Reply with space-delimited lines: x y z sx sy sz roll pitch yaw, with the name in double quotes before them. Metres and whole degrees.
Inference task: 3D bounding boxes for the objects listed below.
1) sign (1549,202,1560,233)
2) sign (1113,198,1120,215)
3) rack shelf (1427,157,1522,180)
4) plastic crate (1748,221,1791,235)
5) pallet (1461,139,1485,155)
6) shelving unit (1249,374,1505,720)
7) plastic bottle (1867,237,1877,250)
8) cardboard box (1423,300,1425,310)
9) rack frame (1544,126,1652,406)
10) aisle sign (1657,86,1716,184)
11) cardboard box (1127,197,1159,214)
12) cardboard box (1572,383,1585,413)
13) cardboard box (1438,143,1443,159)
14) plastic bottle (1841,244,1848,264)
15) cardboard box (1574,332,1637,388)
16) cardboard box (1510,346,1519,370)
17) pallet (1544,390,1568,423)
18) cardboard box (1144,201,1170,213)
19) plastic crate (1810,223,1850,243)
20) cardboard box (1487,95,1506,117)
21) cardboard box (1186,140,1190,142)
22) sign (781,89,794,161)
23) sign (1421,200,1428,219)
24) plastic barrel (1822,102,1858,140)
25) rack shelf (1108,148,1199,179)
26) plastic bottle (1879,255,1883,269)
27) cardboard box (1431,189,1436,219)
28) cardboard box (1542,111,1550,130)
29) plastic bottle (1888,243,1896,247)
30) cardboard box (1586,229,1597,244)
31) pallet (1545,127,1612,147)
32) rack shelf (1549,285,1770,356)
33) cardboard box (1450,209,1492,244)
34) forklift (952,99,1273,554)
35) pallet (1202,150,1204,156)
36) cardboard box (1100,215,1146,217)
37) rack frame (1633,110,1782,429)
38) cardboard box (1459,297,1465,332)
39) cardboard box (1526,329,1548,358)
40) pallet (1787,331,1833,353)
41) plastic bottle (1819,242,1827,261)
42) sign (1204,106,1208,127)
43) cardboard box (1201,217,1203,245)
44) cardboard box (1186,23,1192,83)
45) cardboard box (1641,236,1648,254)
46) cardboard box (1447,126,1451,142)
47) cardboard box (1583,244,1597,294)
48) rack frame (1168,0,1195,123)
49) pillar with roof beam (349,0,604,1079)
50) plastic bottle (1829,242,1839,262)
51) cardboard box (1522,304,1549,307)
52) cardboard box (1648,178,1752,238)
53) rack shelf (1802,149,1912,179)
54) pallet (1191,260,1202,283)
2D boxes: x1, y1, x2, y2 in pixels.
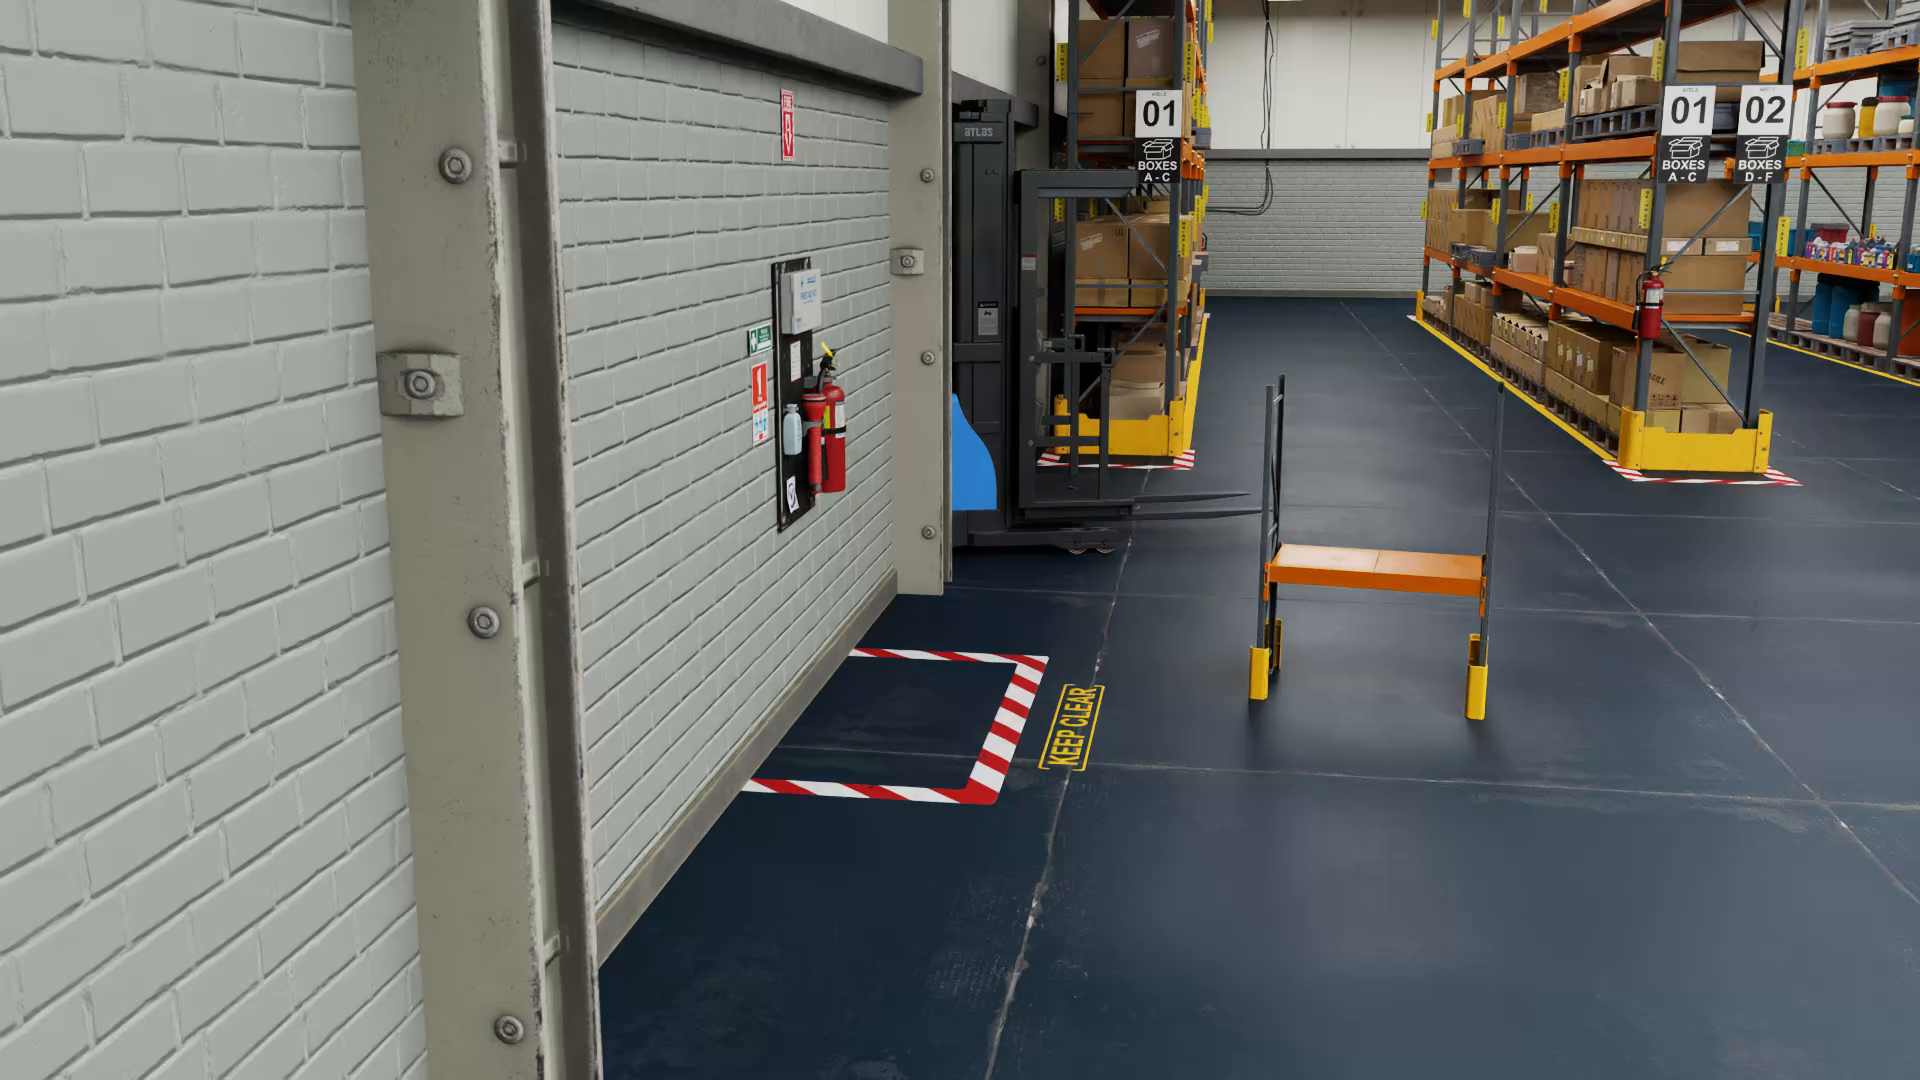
"sign" 6.411 -3.473 17.929 0.100 0.325 0.005 2 12 9
"sign" 2.120 -4.506 22.534 0.100 0.325 0.005 2 12 9
"rack shelf" 8.487 -6.127 27.390 1.077 0.370 4.000 2 12 9
"plastic crate" 13.822 -5.238 28.452 0.616 0.435 0.499 2 12 9
"pallet" 7.853 -5.621 23.780 1.213 0.211 1.003 2 12 9
"shelving unit" 1.984 0.002 7.925 1.083 1.500 0.587 4 13 17
"plastic bottle" 13.084 -4.175 23.861 0.144 0.351 0.185 2 12 9
"cardboard box" 8.352 -4.130 29.220 0.380 0.166 0.250 2 12 9
"rack frame" 6.949 -2.930 17.971 1.000 3.000 0.127 2 12 9
"aisle sign" 6.034 -3.364 13.814 0.394 0.787 0.004 2 12 9
"cardboard box" 2.483 -4.596 22.930 0.500 0.250 0.500 2 12 10
"cardboard box" 6.343 -1.393 16.366 0.500 0.250 0.500 2 12 9
"cardboard box" 8.300 -6.515 27.839 0.500 0.250 0.500 2 12 9
"plastic bottle" 12.388 -4.003 23.253 0.097 0.271 0.097 0 12 0
"cardboard box" 6.340 -1.759 16.287 0.500 0.500 0.500 2 12 9
"cardboard box" 6.964 -2.205 20.134 0.500 0.250 0.500 2 12 10
"pallet" 6.785 -1.403 17.503 1.003 0.211 1.213 2 12 9
"cardboard box" 2.611 -4.364 21.800 0.380 0.149 0.250 0 12 -1
"plastic crate" 13.458 -4.673 25.761 0.402 0.464 0.583 2 12 9
"cardboard box" 7.827 -5.985 23.552 0.600 0.600 0.600 1 12 6
"cardboard box" 1.992 -4.175 16.341 0.500 0.500 0.500 3 12 12
"sign" -0.749 -1.804 7.240 0.001 0.298 0.199 2 12 9
"sign" 8.258 -5.869 29.552 0.100 0.325 0.005 2 12 9
"plastic barrel" 12.745 -6.071 24.104 0.433 0.535 0.433 0 12 0
"rack shelf" 2.361 -4.621 20.403 1.077 0.370 4.000 2 12 9
"plastic bottle" 12.170 -3.674 21.893 0.097 0.201 0.097 0 12 0
"cardboard box" 8.393 -5.773 28.551 0.500 0.500 0.500 2 12 9
"cardboard box" 7.487 -5.155 20.534 0.500 0.250 0.500 2 12 10
"plastic bottle" 13.178 -4.072 23.564 0.152 0.276 0.135 2 12 9
"cardboard box" 6.601 -3.086 16.916 0.380 0.149 0.250 2 12 8
"pallet" 7.072 -4.487 18.529 0.805 0.209 1.217 1 12 6
"rack shelf" 6.642 -2.162 16.115 1.077 0.370 4.000 2 12 9
"cardboard box" 7.886 -4.758 25.219 0.700 0.500 0.500 -2 12 -10
"forklift" 0.623 -1.450 11.263 3.031 2.935 1.130 -2 12 -7
"pallet" 3.610 -6.602 28.096 1.003 0.211 1.213 2 12 9
"cardboard box" 1.775 -3.302 18.224 0.500 0.500 0.500 2 12 7
"rack frame" 6.334 -2.098 14.107 1.000 3.000 0.127 2 12 9
"cardboard box" 7.793 -3.385 24.968 0.500 0.500 0.500 2 12 9
"cardboard box" 6.802 -2.268 19.095 0.500 0.311 0.500 2 12 10
"pallet" 12.913 -2.912 24.504 1.003 0.211 1.213 2 12 9
"plastic bottle" 12.525 -4.188 24.112 0.097 0.271 0.097 0 12 0
"sign" 3.822 -6.613 25.963 0.100 0.325 0.005 2 12 9
"cardboard box" 3.831 -5.628 29.777 0.980 0.700 0.700 2 12 11
"cardboard box" 1.865 -4.446 15.227 0.500 0.500 0.500 2 12 8
"cardboard box" 6.243 -2.604 14.679 0.380 0.149 0.250 2 12 10
"cardboard box" 8.145 -6.551 26.821 0.500 0.250 0.500 2 12 9
"cardboard box" 6.812 -2.777 17.020 0.700 0.500 0.500 2 12 8
"rack frame" 2.054 -6.023 18.080 1.000 3.000 0.127 2 12 9
"pillar with roof beam" 3.100 -2.726 2.784 9.100 9.000 0.400 2 12 9
"plastic bottle" 12.483 -4.097 23.679 0.152 0.276 0.135 2 12 9
"cardboard box" 8.074 -3.055 23.438 0.500 0.500 0.500 2 12 8
"cardboard box" 6.427 -2.889 14.460 0.700 0.500 0.500 2 12 9
"rack shelf" 12.766 -5.133 22.778 1.077 0.370 4.000 2 12 9
"pallet" 2.315 -3.151 19.448 1.003 0.211 1.213 2 12 9
